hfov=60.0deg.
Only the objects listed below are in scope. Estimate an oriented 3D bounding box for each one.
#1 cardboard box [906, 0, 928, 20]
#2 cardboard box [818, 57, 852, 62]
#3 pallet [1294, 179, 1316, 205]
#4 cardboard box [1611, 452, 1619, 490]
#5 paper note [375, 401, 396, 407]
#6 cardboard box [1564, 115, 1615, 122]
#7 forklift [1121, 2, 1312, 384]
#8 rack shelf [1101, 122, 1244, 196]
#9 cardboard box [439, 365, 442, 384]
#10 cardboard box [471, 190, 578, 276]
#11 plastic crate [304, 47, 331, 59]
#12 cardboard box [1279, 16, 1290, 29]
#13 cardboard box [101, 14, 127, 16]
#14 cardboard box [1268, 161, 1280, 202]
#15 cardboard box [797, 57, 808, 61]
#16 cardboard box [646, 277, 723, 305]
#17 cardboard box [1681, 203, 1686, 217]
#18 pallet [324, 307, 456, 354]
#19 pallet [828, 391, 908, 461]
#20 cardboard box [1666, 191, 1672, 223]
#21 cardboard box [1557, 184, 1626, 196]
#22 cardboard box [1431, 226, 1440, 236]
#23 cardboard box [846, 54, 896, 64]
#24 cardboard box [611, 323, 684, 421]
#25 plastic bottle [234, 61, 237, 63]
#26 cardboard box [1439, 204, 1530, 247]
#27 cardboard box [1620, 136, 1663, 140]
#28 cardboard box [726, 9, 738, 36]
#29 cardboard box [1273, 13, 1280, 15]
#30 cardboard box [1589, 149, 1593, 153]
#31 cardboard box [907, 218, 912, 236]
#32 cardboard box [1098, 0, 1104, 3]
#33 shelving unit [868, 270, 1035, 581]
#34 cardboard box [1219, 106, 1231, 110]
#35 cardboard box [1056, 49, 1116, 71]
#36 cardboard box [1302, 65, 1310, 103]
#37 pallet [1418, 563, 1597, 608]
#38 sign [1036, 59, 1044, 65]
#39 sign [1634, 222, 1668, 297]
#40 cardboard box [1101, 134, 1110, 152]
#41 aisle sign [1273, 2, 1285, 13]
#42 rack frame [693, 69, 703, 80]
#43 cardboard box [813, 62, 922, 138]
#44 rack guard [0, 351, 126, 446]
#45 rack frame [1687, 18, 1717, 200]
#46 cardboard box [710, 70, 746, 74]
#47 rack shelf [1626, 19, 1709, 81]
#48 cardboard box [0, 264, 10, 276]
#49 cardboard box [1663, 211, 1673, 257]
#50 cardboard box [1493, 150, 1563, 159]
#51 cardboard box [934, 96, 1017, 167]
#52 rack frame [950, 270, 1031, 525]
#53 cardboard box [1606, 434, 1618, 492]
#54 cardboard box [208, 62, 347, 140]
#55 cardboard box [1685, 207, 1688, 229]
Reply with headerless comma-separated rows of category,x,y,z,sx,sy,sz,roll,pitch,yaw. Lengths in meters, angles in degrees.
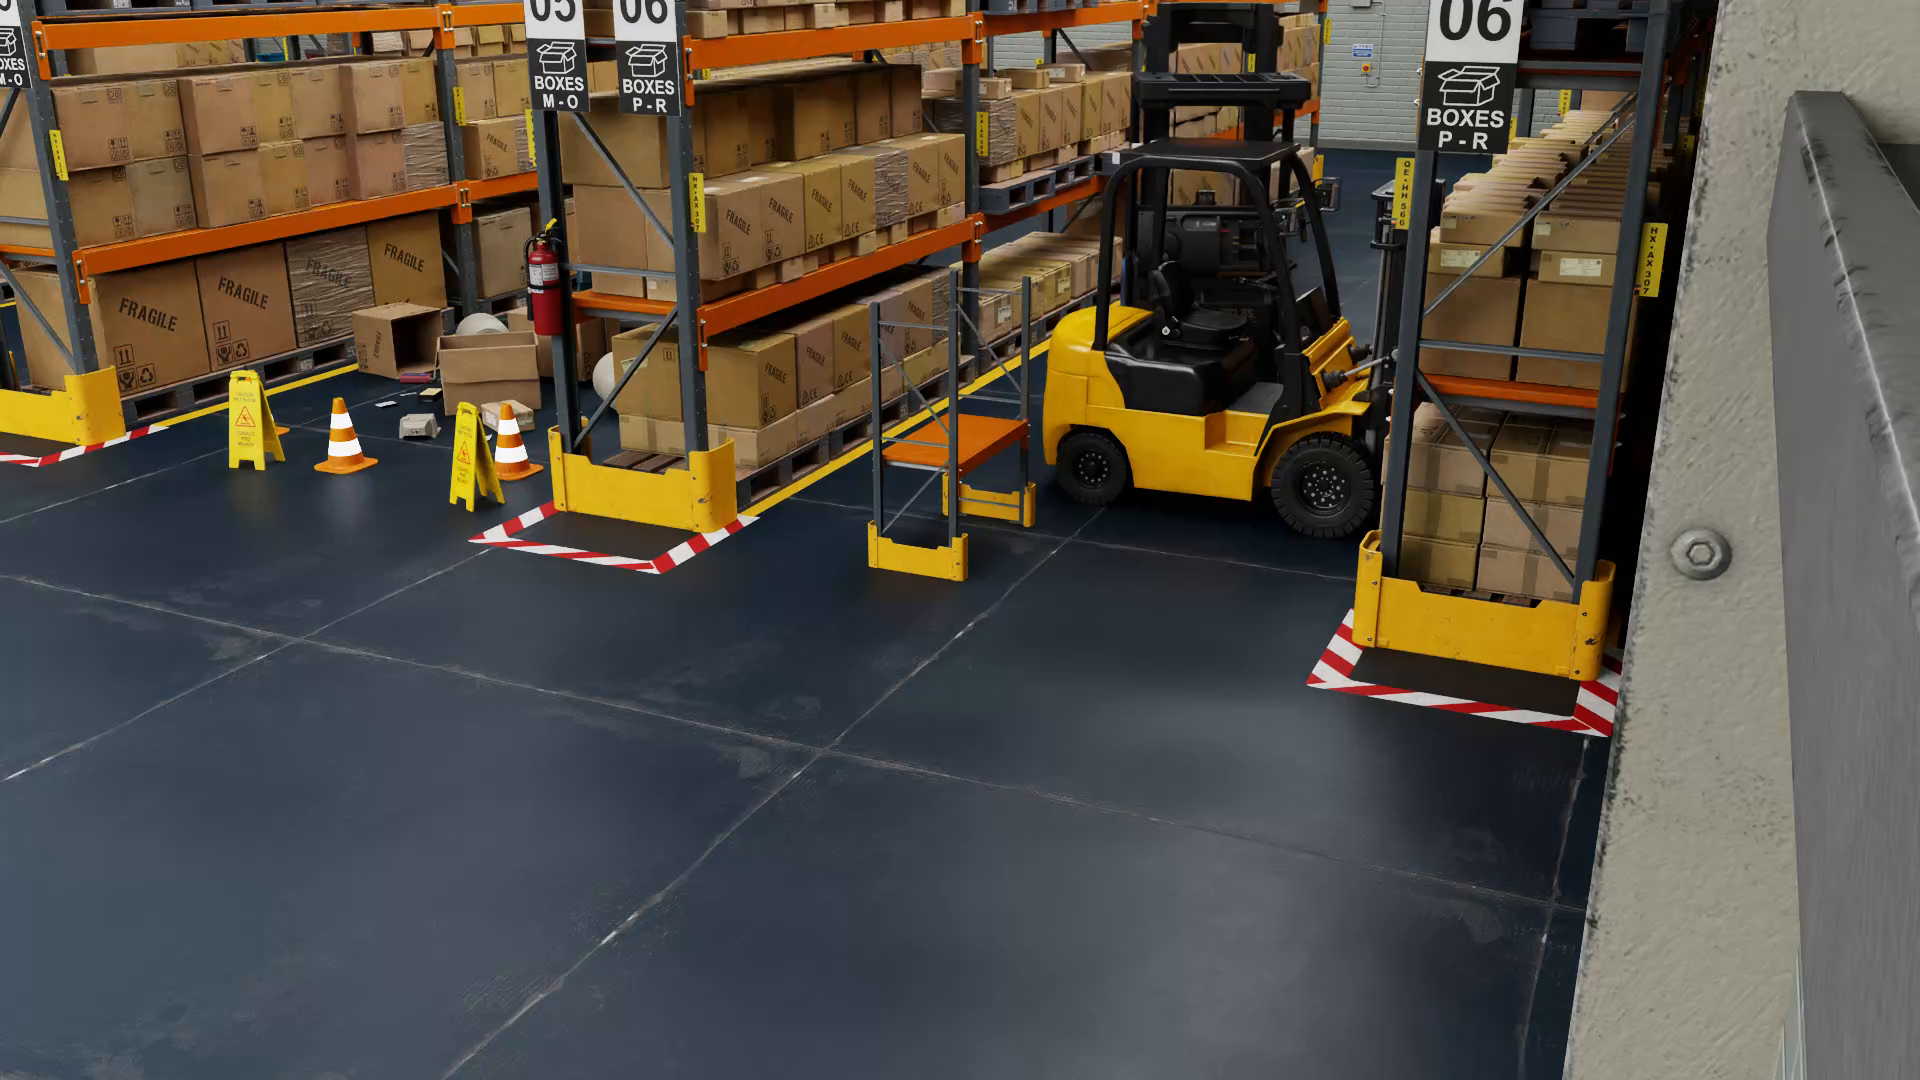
cardboard box,-0.449,-3.789,11.844,0.380,0.149,0.250,9,21,23
cardboard box,-1.599,-6.083,21.257,0.380,0.149,0.250,10,22,25
pallet,4.327,-4.878,23.170,1.003,0.211,1.213,9,21,23
cardboard box,3.772,-0.517,10.222,0.500,0.250,0.500,9,21,23
paper note,-4.353,-1.038,12.645,0.144,0.017,0.142,18,26,41
cardboard box,5.247,-3.453,13.885,0.380,0.149,0.250,9,22,24
forklift,1.670,-2.037,11.122,1.130,2.935,3.031,1,20,3
rack shelf,2.126,-4.274,18.384,1.077,0.370,4.000,9,21,23
cardboard box,-3.912,-1.361,13.199,0.396,0.266,0.258,13,23,32
cardboard box,-4.318,-3.061,16.631,1.050,0.750,0.750,9,21,23
plastic crate,-10.021,-7.561,26.367,0.402,0.464,0.583,9,21,23
cardboard box,4.021,-6.658,21.405,0.380,0.149,0.250,9,22,24
cardboard box,-14.472,-8.726,28.187,0.500,0.500,0.500,8,21,21
cardboard box,3.666,-4.666,21.609,0.875,0.438,0.875,8,21,21
cardboard box,-2.194,-6.175,21.516,0.380,0.149,0.250,10,22,25
cardboard box,-1.641,-1.513,9.922,0.380,0.149,0.250,9,21,23
cardboard box,7.096,-3.317,16.753,0.380,0.149,0.250,9,21,23
pallet,-5.271,-1.892,14.772,1.003,0.211,1.213,9,21,23
pallet,-1.072,-0.881,11.929,1.003,0.211,1.213,9,21,23
cardboard box,4.261,-1.972,10.686,0.500,0.500,0.500,8,21,22
cardboard box,3.326,-1.758,8.674,0.380,0.149,0.250,9,22,24
cardboard box,2.525,-1.455,8.267,0.380,0.149,0.250,9,21,24
cardboard box,-1.180,-6.177,22.067,0.500,0.500,0.500,8,21,22
cardboard box,-1.879,-1.092,10.721,0.500,0.500,0.500,9,21,23
plastic bottle,-11.071,-7.165,25.513,0.144,0.351,0.185,9,21,23
cardboard box,2.515,-1.507,7.969,0.380,0.149,0.250,9,21,23
cardboard box,5.109,-2.912,12.363,0.380,0.149,0.250,8,21,22
cardboard box,-1.511,-3.000,9.627,0.380,0.149,0.250,8,21,21
cardboard box,4.142,-7.111,22.676,0.380,0.149,0.250,9,22,24
cardboard box,4.225,-2.668,11.676,0.380,0.149,0.250,8,21,22
cardboard box,-0.573,-2.300,12.134,0.380,0.149,0.250,8,21,22
cardboard box,0.909,-5.174,15.214,0.700,0.500,0.500,9,21,23
shelving unit,-0.031,-0.683,9.452,0.587,1.500,1.083,9,21,23
cardboard box,2.788,-5.067,19.018,0.500,0.250,0.500,9,22,24
cardboard box,1.280,-4.714,16.905,0.500,0.500,0.500,8,21,21
cardboard box,4.407,-6.159,22.461,0.500,0.500,0.500,8,21,22
pallet,2.836,0.198,8.896,1.003,0.211,1.213,9,21,23
sign,0.799,-4.622,16.561,0.100,0.325,0.005,9,21,23
sign,3.065,-1.243,7.378,0.100,0.325,0.005,9,21,23
cardboard box,1.171,-3.698,15.438,0.380,0.149,0.250,7,21,20
aisle sign,4.348,-7.734,23.159,0.394,0.787,0.004,9,21,23
rack frame,-3.251,-4.650,18.367,1.000,3.000,0.127,9,21,23
cardboard box,-0.709,-3.332,12.577,0.700,0.500,0.500,8,21,22
rack guard,-6.536,-1.019,11.888,1.175,0.500,0.348,9,21,23
rack frame,9.113,-5.767,21.509,1.000,3.000,0.127,9,21,23
cardboard box,-2.673,-5.281,19.003,0.380,0.149,0.250,8,21,22
rack shelf,5.018,-3.785,12.531,1.077,0.370,4.000,9,21,23
cardboard box,-9.800,-2.866,16.454,0.500,0.500,0.500,17,26,40
cardboard box,4.651,-2.143,11.541,0.500,0.250,0.500,9,21,24
cardboard box,3.477,-2.299,10.195,0.380,0.149,0.250,9,22,24
cardboard box,0.122,-3.268,13.261,0.500,0.500,0.500,9,22,24
rack frame,0.173,-0.836,9.881,0.500,1.500,0.032,9,21,23
cardboard box,3.360,-0.440,9.260,0.500,0.250,0.500,9,22,24
cardboard box,-5.537,-3.568,13.490,0.875,0.550,0.550,9,21,23
cardboard box,7.332,-3.223,17.459,0.500,0.500,0.500,8,21,20
